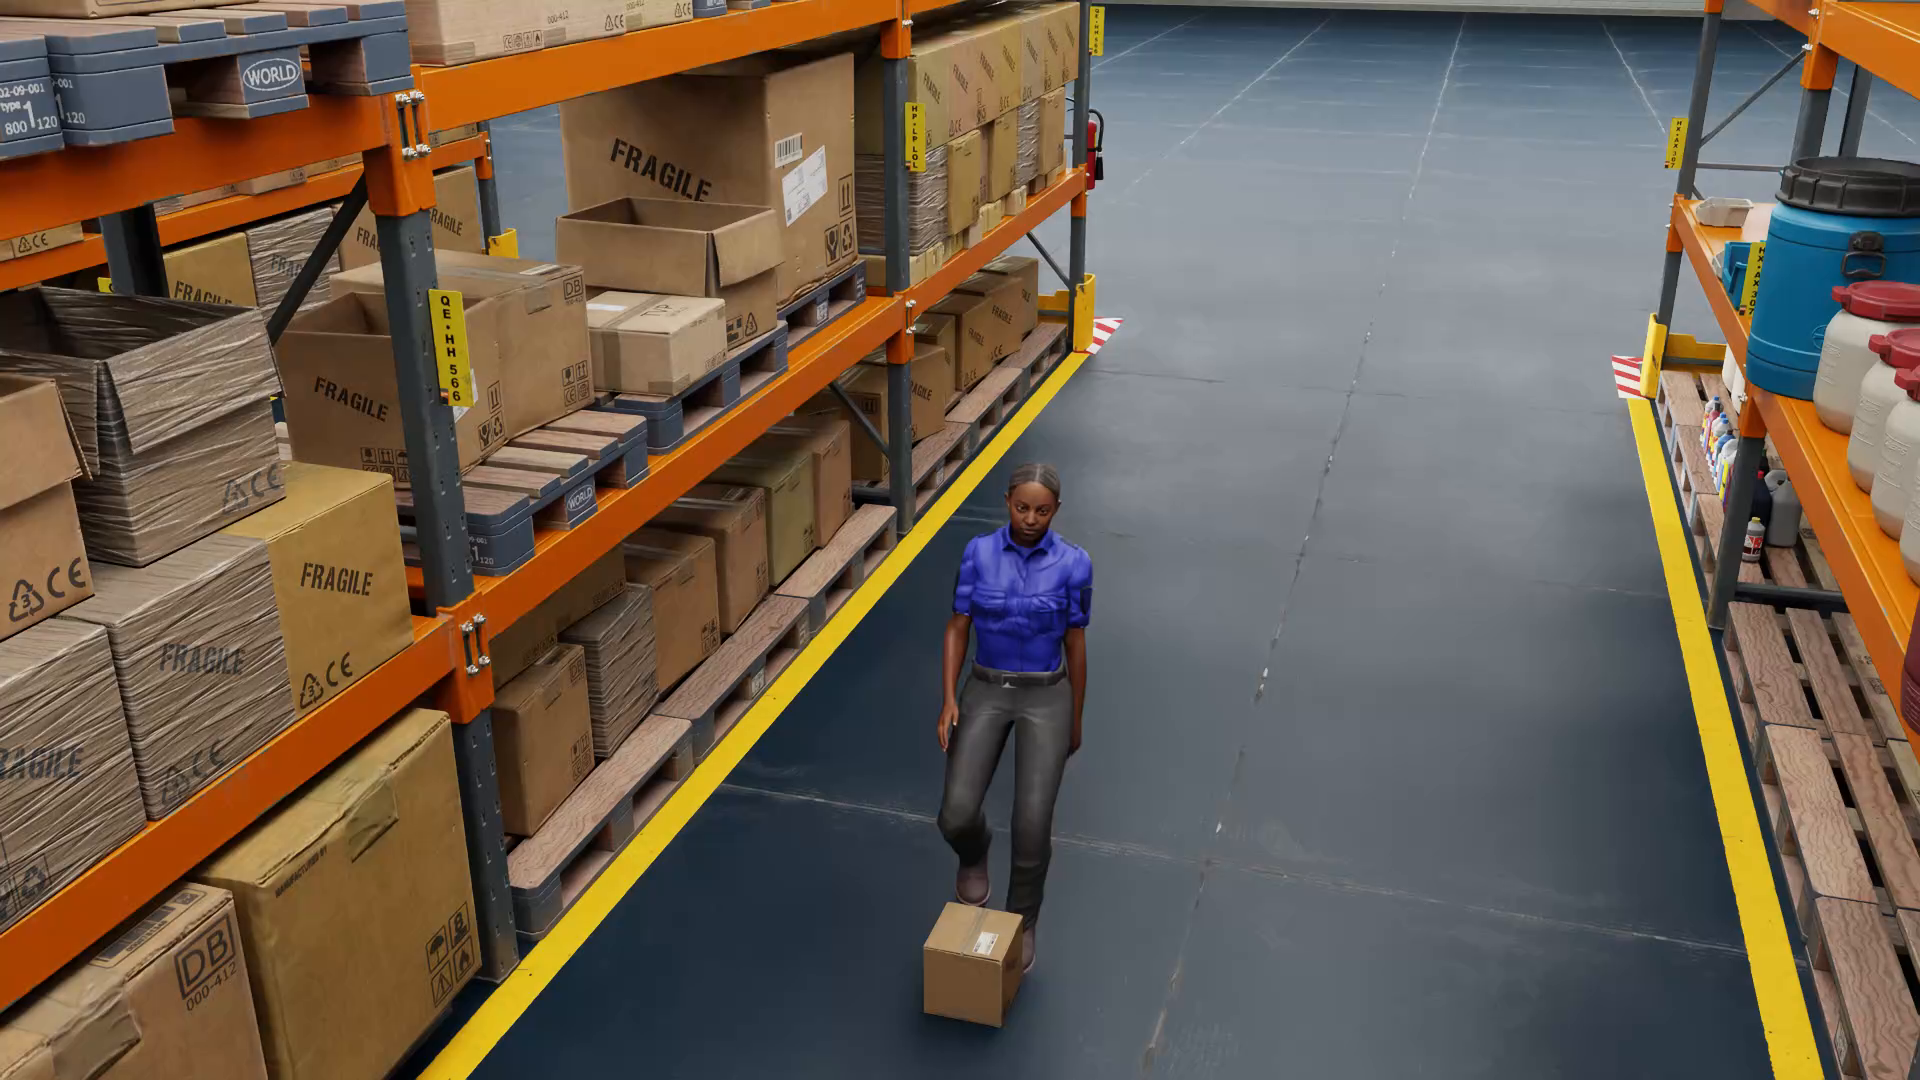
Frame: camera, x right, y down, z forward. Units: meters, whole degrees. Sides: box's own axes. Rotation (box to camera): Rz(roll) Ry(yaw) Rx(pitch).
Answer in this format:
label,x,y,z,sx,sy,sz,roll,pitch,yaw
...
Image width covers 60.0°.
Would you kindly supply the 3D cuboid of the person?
label,x,y,z,sx,sy,sz,roll,pitch,yaw
person,0.170,0.507,5.332,0.463,1.532,0.511,4,22,9
